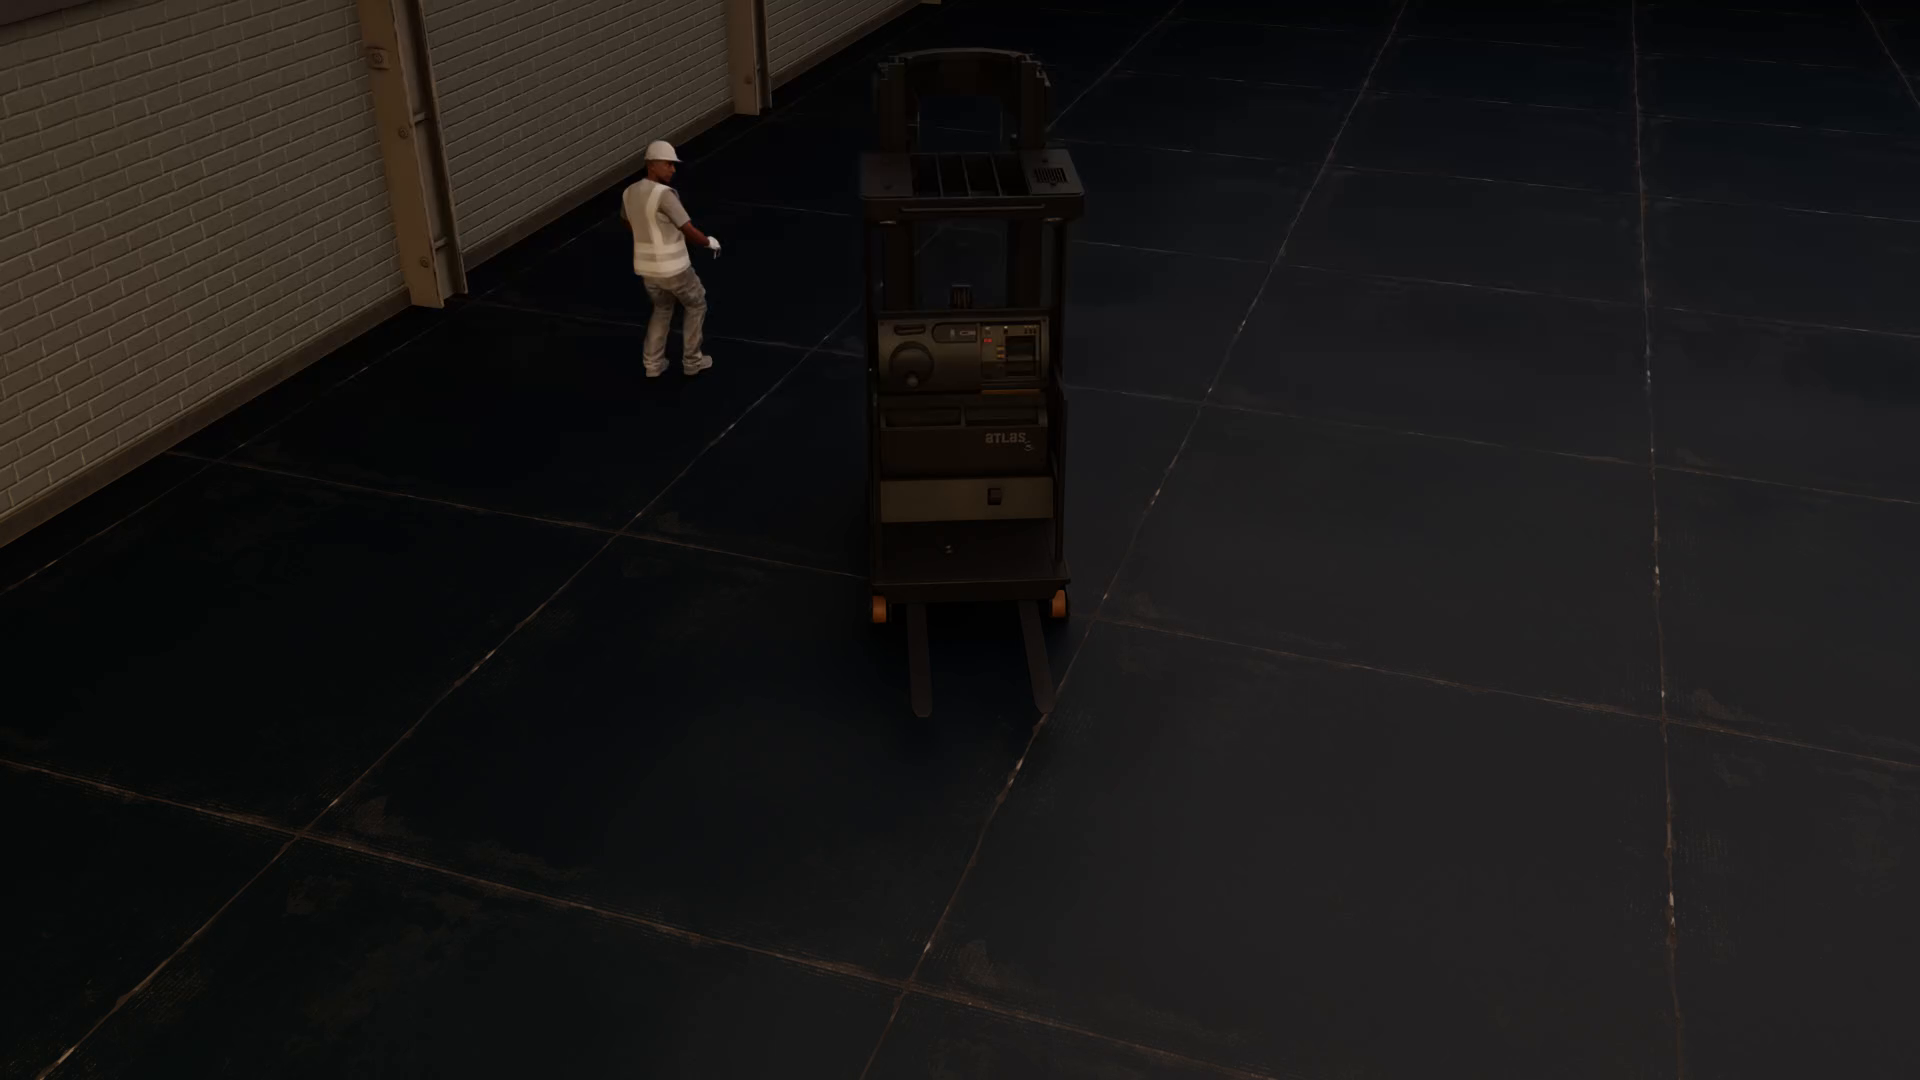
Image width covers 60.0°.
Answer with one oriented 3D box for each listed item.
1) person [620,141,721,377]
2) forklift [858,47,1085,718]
[{"bbox_3d":[-2.077,-1.991,11.889,0.808,1.723,0.592,19,35,30],"label":"person"},{"bbox_3d":[0.035,-0.972,8.842,1.130,2.935,3.031,-2,30,-3],"label":"forklift"}]
